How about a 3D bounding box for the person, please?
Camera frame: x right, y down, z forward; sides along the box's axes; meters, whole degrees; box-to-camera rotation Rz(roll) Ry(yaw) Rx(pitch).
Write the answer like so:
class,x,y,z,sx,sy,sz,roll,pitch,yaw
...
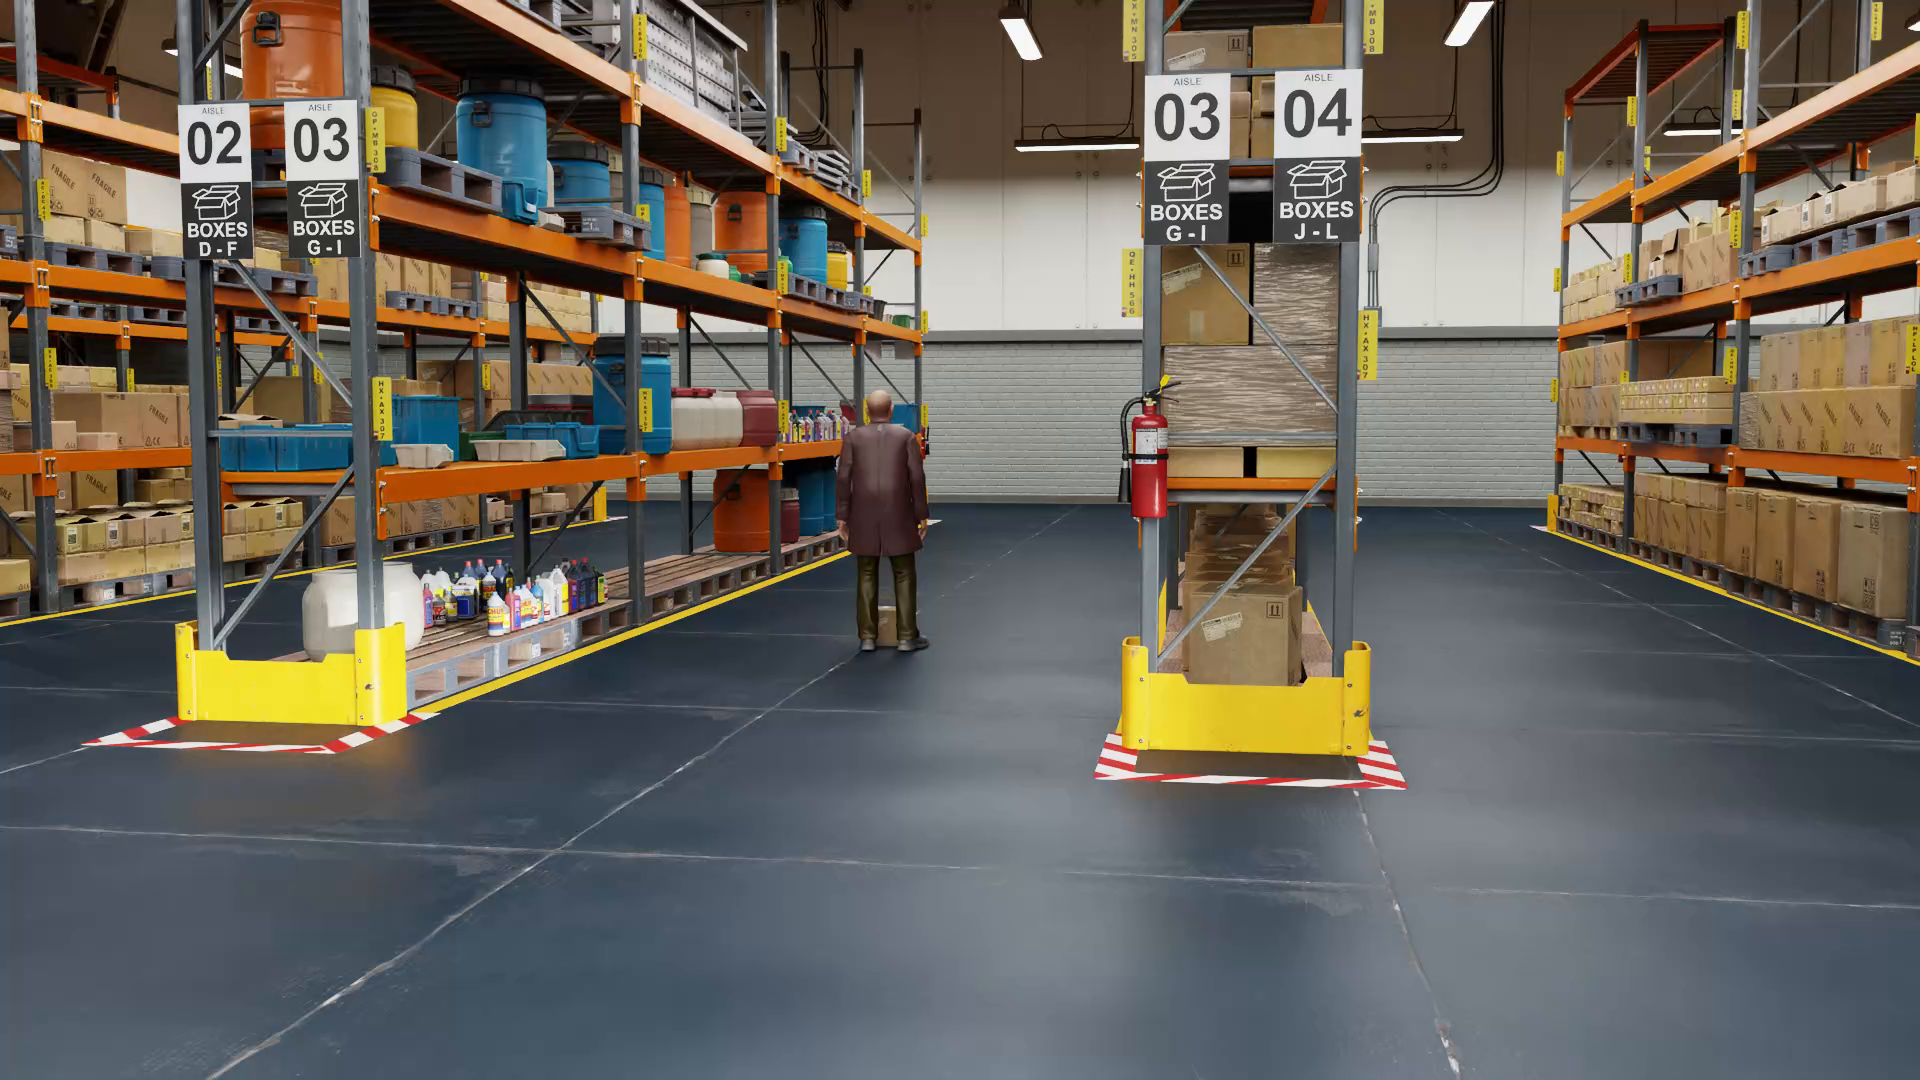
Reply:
class,x,y,z,sx,sy,sz,roll,pitch,yaw
person,-0.534,-0.136,11.376,0.653,1.774,0.423,0,4,5
